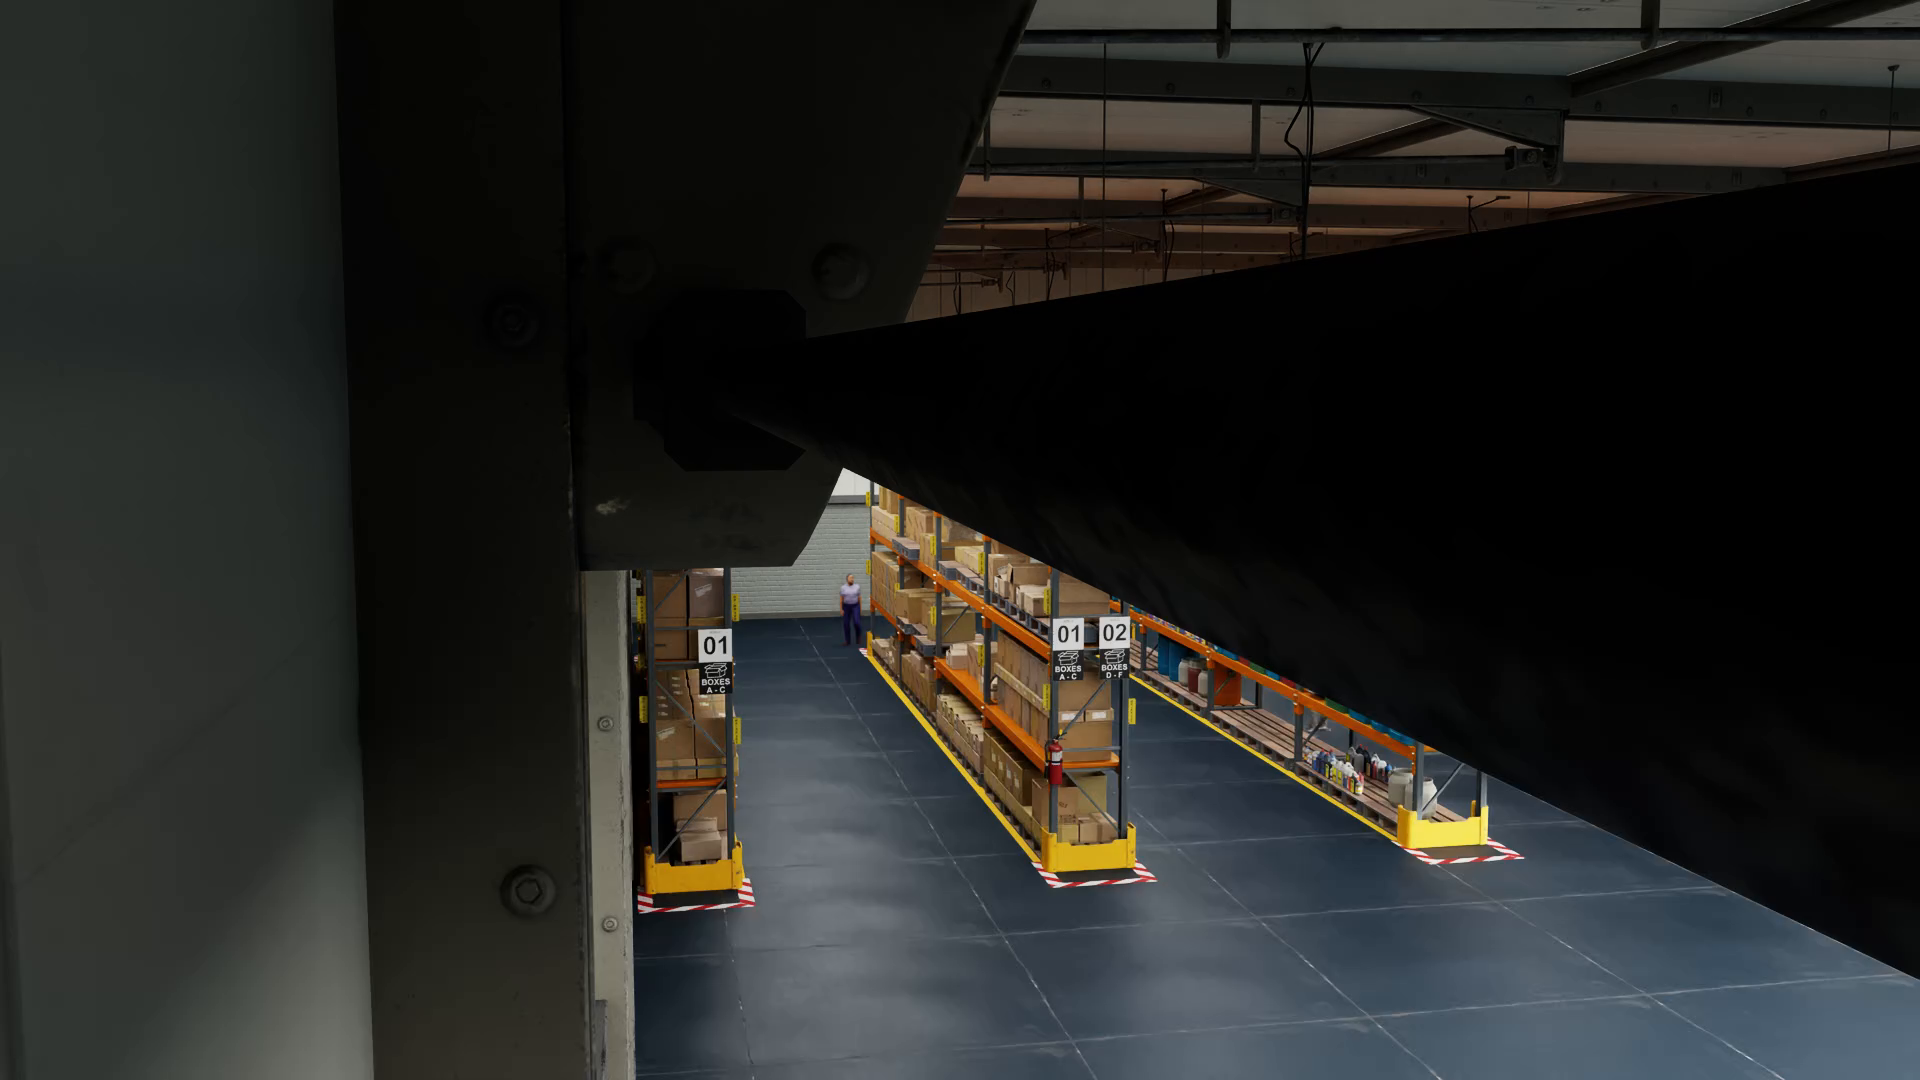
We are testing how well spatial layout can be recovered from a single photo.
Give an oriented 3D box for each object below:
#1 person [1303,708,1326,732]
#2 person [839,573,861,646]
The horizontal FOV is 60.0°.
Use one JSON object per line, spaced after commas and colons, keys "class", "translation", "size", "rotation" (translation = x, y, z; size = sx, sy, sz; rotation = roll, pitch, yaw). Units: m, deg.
{"class": "person", "translation": [6.165, 2.534, 28.838], "size": [0.410, 1.597, 0.485], "rotation": [3, 7, 29]}
{"class": "person", "translation": [-2.486, 1.569, 37.666], "size": [0.489, 1.642, 0.471], "rotation": [1, 6, 7]}
